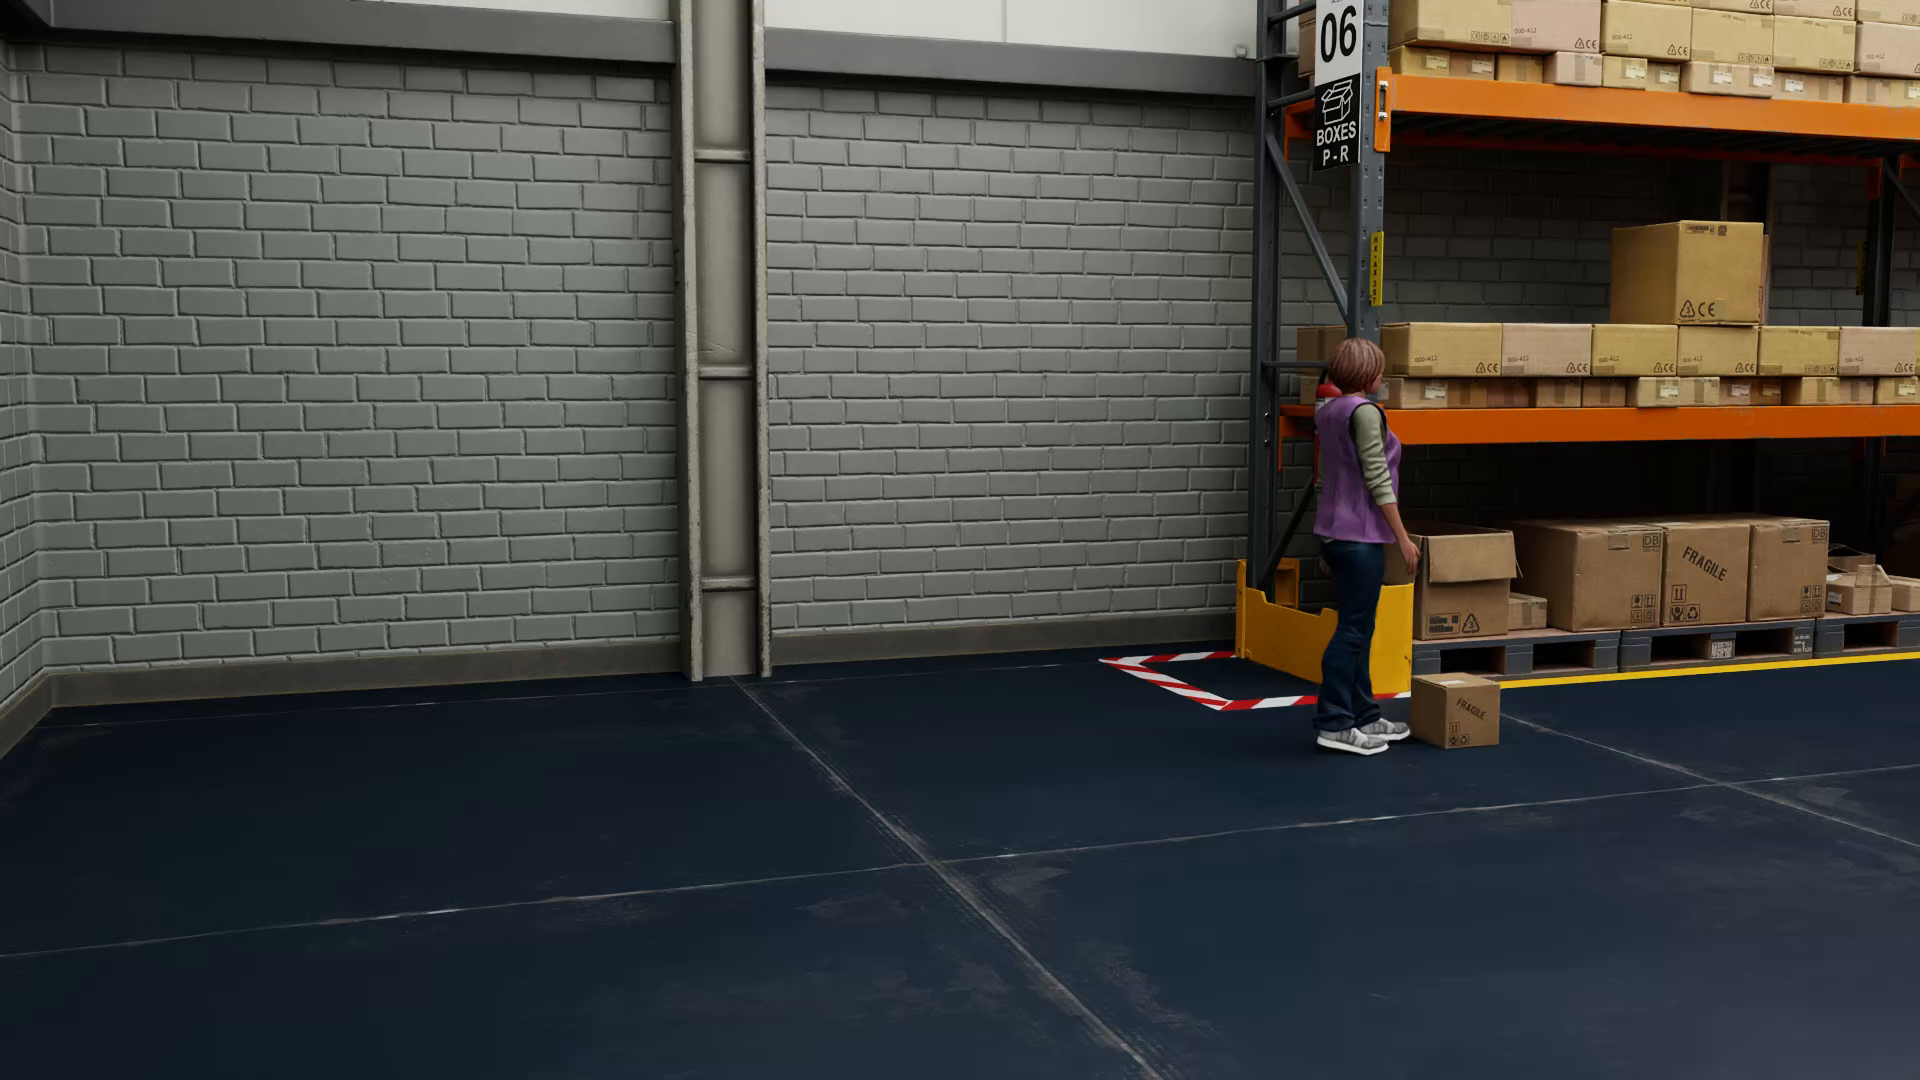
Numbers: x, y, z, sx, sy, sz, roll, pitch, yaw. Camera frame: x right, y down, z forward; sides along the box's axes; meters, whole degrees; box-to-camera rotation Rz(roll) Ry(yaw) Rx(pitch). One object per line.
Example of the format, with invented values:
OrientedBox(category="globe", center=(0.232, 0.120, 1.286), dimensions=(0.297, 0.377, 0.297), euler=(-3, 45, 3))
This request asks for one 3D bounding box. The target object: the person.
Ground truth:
OrientedBox(category="person", center=(1.596, 0.071, 6.457), dimensions=(0.464, 1.501, 0.480), euler=(-1, 6, -9))
